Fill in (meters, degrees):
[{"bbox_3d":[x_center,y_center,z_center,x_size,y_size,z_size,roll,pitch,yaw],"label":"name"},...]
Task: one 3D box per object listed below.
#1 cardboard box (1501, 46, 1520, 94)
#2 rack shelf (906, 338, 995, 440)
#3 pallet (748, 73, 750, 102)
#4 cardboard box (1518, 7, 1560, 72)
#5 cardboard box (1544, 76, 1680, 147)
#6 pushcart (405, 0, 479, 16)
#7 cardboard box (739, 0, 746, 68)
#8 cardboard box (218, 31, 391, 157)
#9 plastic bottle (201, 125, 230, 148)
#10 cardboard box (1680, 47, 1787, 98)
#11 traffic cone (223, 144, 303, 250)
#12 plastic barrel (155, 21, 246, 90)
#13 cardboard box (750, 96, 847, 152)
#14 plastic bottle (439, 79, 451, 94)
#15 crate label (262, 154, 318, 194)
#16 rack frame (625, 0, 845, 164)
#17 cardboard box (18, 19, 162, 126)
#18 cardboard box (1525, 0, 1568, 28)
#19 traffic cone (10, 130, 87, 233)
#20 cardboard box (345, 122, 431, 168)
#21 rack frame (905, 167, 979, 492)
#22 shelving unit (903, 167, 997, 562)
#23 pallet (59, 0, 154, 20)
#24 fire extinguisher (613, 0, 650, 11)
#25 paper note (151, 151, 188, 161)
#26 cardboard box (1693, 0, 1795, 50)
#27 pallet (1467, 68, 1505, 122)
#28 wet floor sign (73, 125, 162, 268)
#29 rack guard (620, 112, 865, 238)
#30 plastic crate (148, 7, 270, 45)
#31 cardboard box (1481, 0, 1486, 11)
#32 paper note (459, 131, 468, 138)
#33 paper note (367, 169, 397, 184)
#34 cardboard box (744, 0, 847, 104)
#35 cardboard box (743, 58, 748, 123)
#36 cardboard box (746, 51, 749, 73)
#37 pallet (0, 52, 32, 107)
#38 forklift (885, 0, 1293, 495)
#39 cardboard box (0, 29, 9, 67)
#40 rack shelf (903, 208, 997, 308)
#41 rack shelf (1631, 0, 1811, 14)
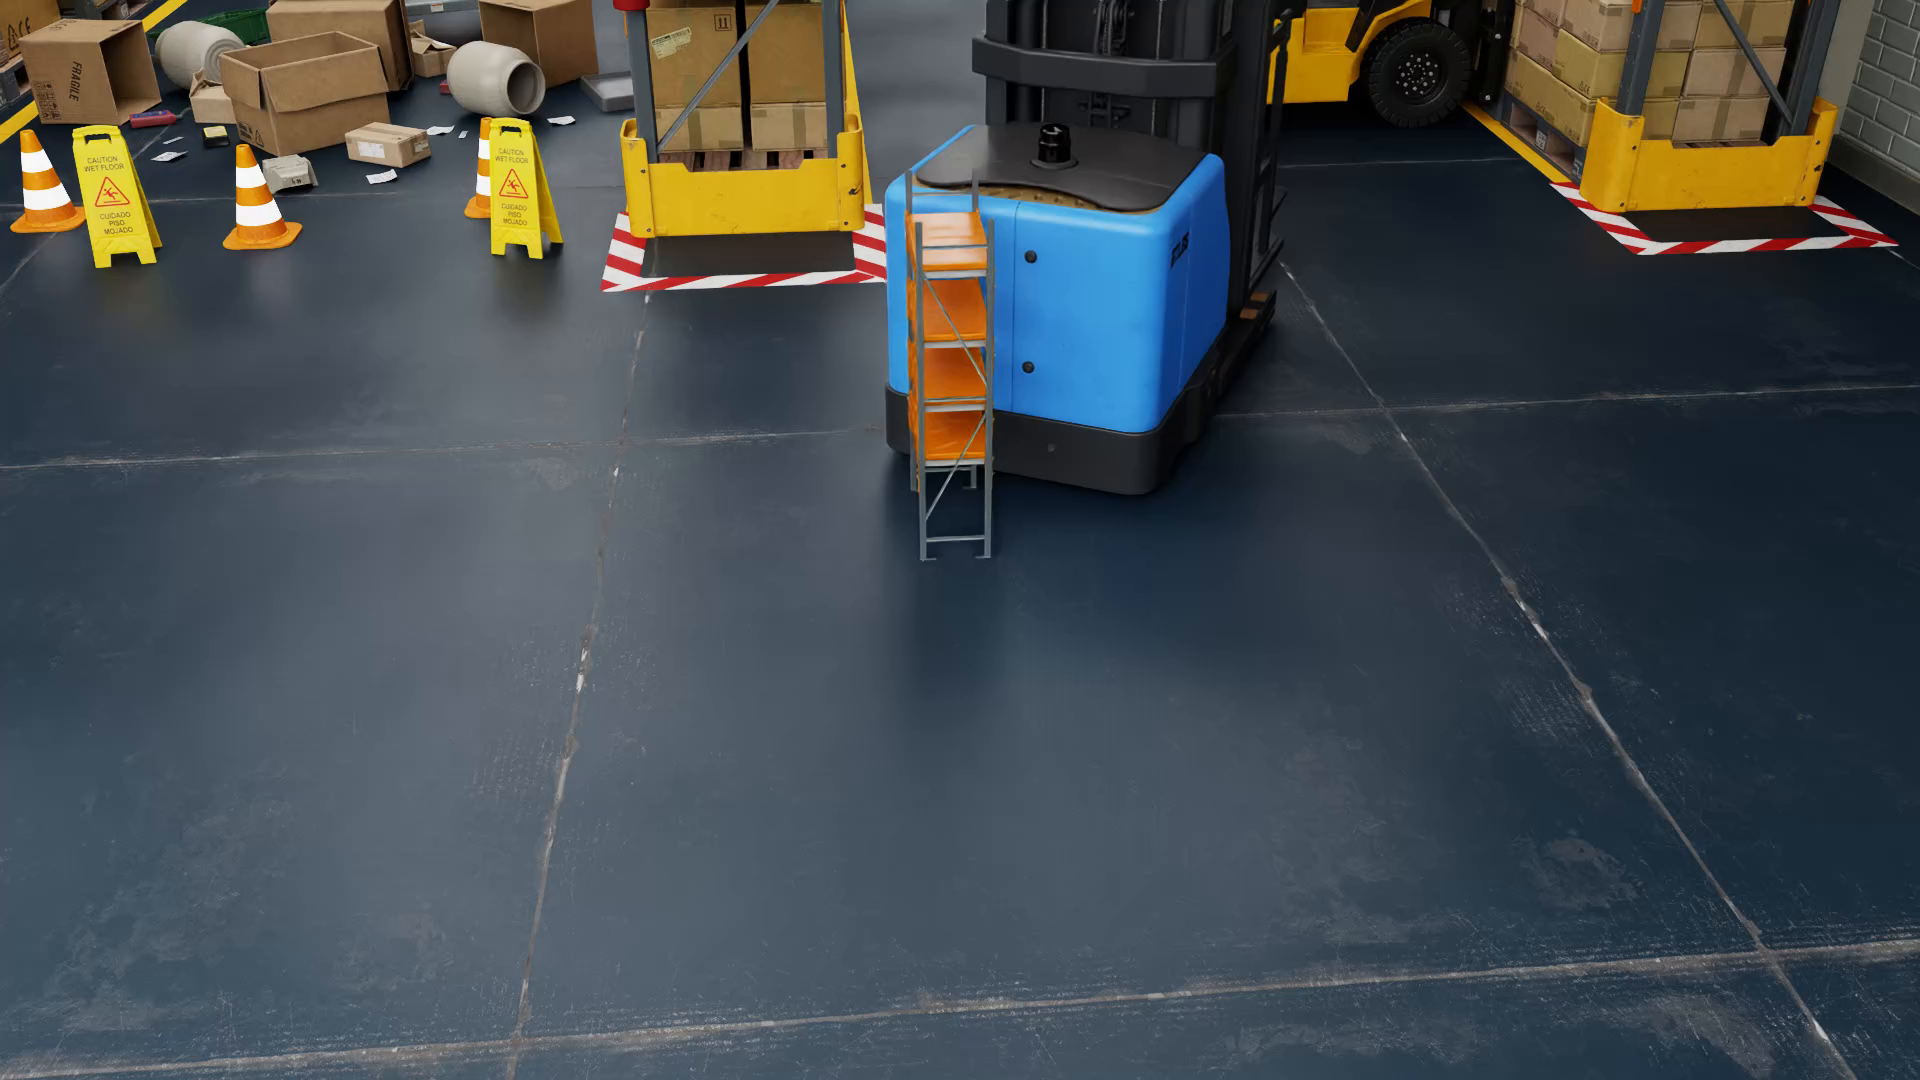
[{"bbox_3d":[3.441,-2.838,9.848,0.500,0.250,0.500,-2,31,-4],"label":"cardboard box"},{"bbox_3d":[-0.037,-0.516,5.575,0.258,0.148,0.480,-3,31,-4],"label":"rack shelf"},{"bbox_3d":[-1.226,-2.743,10.137,1.003,0.211,1.213,-3,31,-5],"label":"pallet"},{"bbox_3d":[3.482,-2.808,9.310,0.500,0.250,0.500,-3,31,-5],"label":"cardboard box"},{"bbox_3d":[3.516,-2.328,8.994,0.500,0.250,0.500,-3,31,-4],"label":"cardboard box"},{"bbox_3d":[-3.706,-3.645,11.485,1.648,0.377,0.936,-14,33,-22],"label":"pushcart"},{"bbox_3d":[-1.454,-2.848,9.134,0.500,0.500,0.500,-2,31,-3],"label":"cardboard box"},{"bbox_3d":[-3.752,-2.567,9.557,0.637,0.503,0.797,27,40,37],"label":"cardboard box"},{"bbox_3d":[-4.304,-2.339,9.606,0.133,0.061,0.283,-14,33,-22],"label":"plastic bottle"},{"bbox_3d":[4.037,-2.568,8.908,0.500,0.250,0.500,-2,31,-4],"label":"cardboard box"},{"bbox_3d":[-3.465,-1.705,8.154,0.336,0.463,0.334,-3,31,-5],"label":"traffic cone"},{"bbox_3d":[-4.726,-3.005,10.369,0.512,0.421,0.421,20,36,29],"label":"plastic barrel"},{"bbox_3d":[-0.867,-2.289,8.928,0.500,0.250,0.500,-3,31,-5],"label":"cardboard box"},{"bbox_3d":[-3.187,-2.896,10.538,0.133,0.061,0.283,2,31,4],"label":"plastic bottle"},{"bbox_3d":[-3.600,-1.964,8.904,0.250,0.136,0.298,-20,36,-30],"label":"crate label"},{"bbox_3d":[-1.067,-2.864,7.619,1.000,3.000,0.127,-3,31,-5],"label":"rack frame"},{"bbox_3d":[-5.193,-2.802,9.950,0.500,0.500,0.500,2,31,4],"label":"cardboard box"},{"bbox_3d":[3.467,-3.013,9.166,0.500,0.250,0.500,-2,31,-4],"label":"cardboard box"},{"bbox_3d":[-4.622,-1.825,8.354,0.336,0.463,0.334,-3,31,-5],"label":"traffic cone"},{"bbox_3d":[-3.201,-2.212,9.308,0.380,0.149,0.250,13,33,21],"label":"cardboard box"},{"bbox_3d":[-0.059,-0.698,5.749,0.240,1.200,0.015,-3,31,-4],"label":"rack frame"},{"bbox_3d":[-0.037,-0.574,5.540,0.258,1.200,0.503,-3,31,-4],"label":"shelving unit"},{"bbox_3d":[-6.507,-3.810,11.923,1.003,0.211,1.213,-3,31,-5],"label":"pallet"},{"bbox_3d":[-1.515,-2.750,7.504,0.296,0.674,0.183,-3,31,-5],"label":"fire extinguisher"},{"bbox_3d":[-4.438,-2.160,9.338,0.144,0.017,0.142,8,32,13],"label":"paper note"},{"bbox_3d":[4.018,-2.787,8.787,0.500,0.250,0.500,-3,31,-5],"label":"cardboard box"},{"bbox_3d":[3.651,-2.916,10.426,1.003,0.211,1.213,-3,31,-5],"label":"pallet"},{"bbox_3d":[-4.012,-1.644,7.873,0.267,0.644,0.232,-8,32,-13],"label":"wet floor sign"},{"bbox_3d":[-1.074,-1.829,8.325,1.175,0.500,0.348,-3,31,-5],"label":"rack guard"},{"bbox_3d":[-5.039,-3.409,11.217,0.450,0.188,0.662,4,30,26],"label":"plastic crate"},{"bbox_3d":[3.369,-3.326,10.178,0.500,0.250,0.500,-3,31,-5],"label":"cardboard box"},{"bbox_3d":[-2.899,-2.368,9.704,0.032,0.001,0.123,-3,31,-5],"label":"paper note"},{"bbox_3d":[-3.137,-1.976,9.029,0.148,0.019,0.142,-14,33,-22],"label":"paper note"},{"bbox_3d":[-0.870,-2.623,8.756,0.500,0.500,0.500,-4,31,-6],"label":"cardboard box"},{"bbox_3d":[-1.451,-2.528,9.329,0.500,0.250,0.500,-3,31,-4],"label":"cardboard box"},{"bbox_3d":[-1.541,-3.049,10.201,0.500,0.250,0.500,-3,31,-5],"label":"cardboard box"},{"bbox_3d":[-6.367,-3.028,10.613,1.003,0.211,1.213,-3,31,-5],"label":"pallet"},{"bbox_3d":[0.742,-2.158,6.505,1.130,2.935,3.031,12,33,19],"label":"forklift"},{"bbox_3d":[-6.283,-3.101,9.678,0.875,0.875,0.875,-3,31,-4],"label":"cardboard box"},{"bbox_3d":[-0.037,-0.911,5.339,0.258,0.148,0.480,-3,31,-4],"label":"rack shelf"},{"bbox_3d":[3.688,-3.816,9.914,1.077,0.370,4.000,-3,31,-5],"label":"rack shelf"}]
